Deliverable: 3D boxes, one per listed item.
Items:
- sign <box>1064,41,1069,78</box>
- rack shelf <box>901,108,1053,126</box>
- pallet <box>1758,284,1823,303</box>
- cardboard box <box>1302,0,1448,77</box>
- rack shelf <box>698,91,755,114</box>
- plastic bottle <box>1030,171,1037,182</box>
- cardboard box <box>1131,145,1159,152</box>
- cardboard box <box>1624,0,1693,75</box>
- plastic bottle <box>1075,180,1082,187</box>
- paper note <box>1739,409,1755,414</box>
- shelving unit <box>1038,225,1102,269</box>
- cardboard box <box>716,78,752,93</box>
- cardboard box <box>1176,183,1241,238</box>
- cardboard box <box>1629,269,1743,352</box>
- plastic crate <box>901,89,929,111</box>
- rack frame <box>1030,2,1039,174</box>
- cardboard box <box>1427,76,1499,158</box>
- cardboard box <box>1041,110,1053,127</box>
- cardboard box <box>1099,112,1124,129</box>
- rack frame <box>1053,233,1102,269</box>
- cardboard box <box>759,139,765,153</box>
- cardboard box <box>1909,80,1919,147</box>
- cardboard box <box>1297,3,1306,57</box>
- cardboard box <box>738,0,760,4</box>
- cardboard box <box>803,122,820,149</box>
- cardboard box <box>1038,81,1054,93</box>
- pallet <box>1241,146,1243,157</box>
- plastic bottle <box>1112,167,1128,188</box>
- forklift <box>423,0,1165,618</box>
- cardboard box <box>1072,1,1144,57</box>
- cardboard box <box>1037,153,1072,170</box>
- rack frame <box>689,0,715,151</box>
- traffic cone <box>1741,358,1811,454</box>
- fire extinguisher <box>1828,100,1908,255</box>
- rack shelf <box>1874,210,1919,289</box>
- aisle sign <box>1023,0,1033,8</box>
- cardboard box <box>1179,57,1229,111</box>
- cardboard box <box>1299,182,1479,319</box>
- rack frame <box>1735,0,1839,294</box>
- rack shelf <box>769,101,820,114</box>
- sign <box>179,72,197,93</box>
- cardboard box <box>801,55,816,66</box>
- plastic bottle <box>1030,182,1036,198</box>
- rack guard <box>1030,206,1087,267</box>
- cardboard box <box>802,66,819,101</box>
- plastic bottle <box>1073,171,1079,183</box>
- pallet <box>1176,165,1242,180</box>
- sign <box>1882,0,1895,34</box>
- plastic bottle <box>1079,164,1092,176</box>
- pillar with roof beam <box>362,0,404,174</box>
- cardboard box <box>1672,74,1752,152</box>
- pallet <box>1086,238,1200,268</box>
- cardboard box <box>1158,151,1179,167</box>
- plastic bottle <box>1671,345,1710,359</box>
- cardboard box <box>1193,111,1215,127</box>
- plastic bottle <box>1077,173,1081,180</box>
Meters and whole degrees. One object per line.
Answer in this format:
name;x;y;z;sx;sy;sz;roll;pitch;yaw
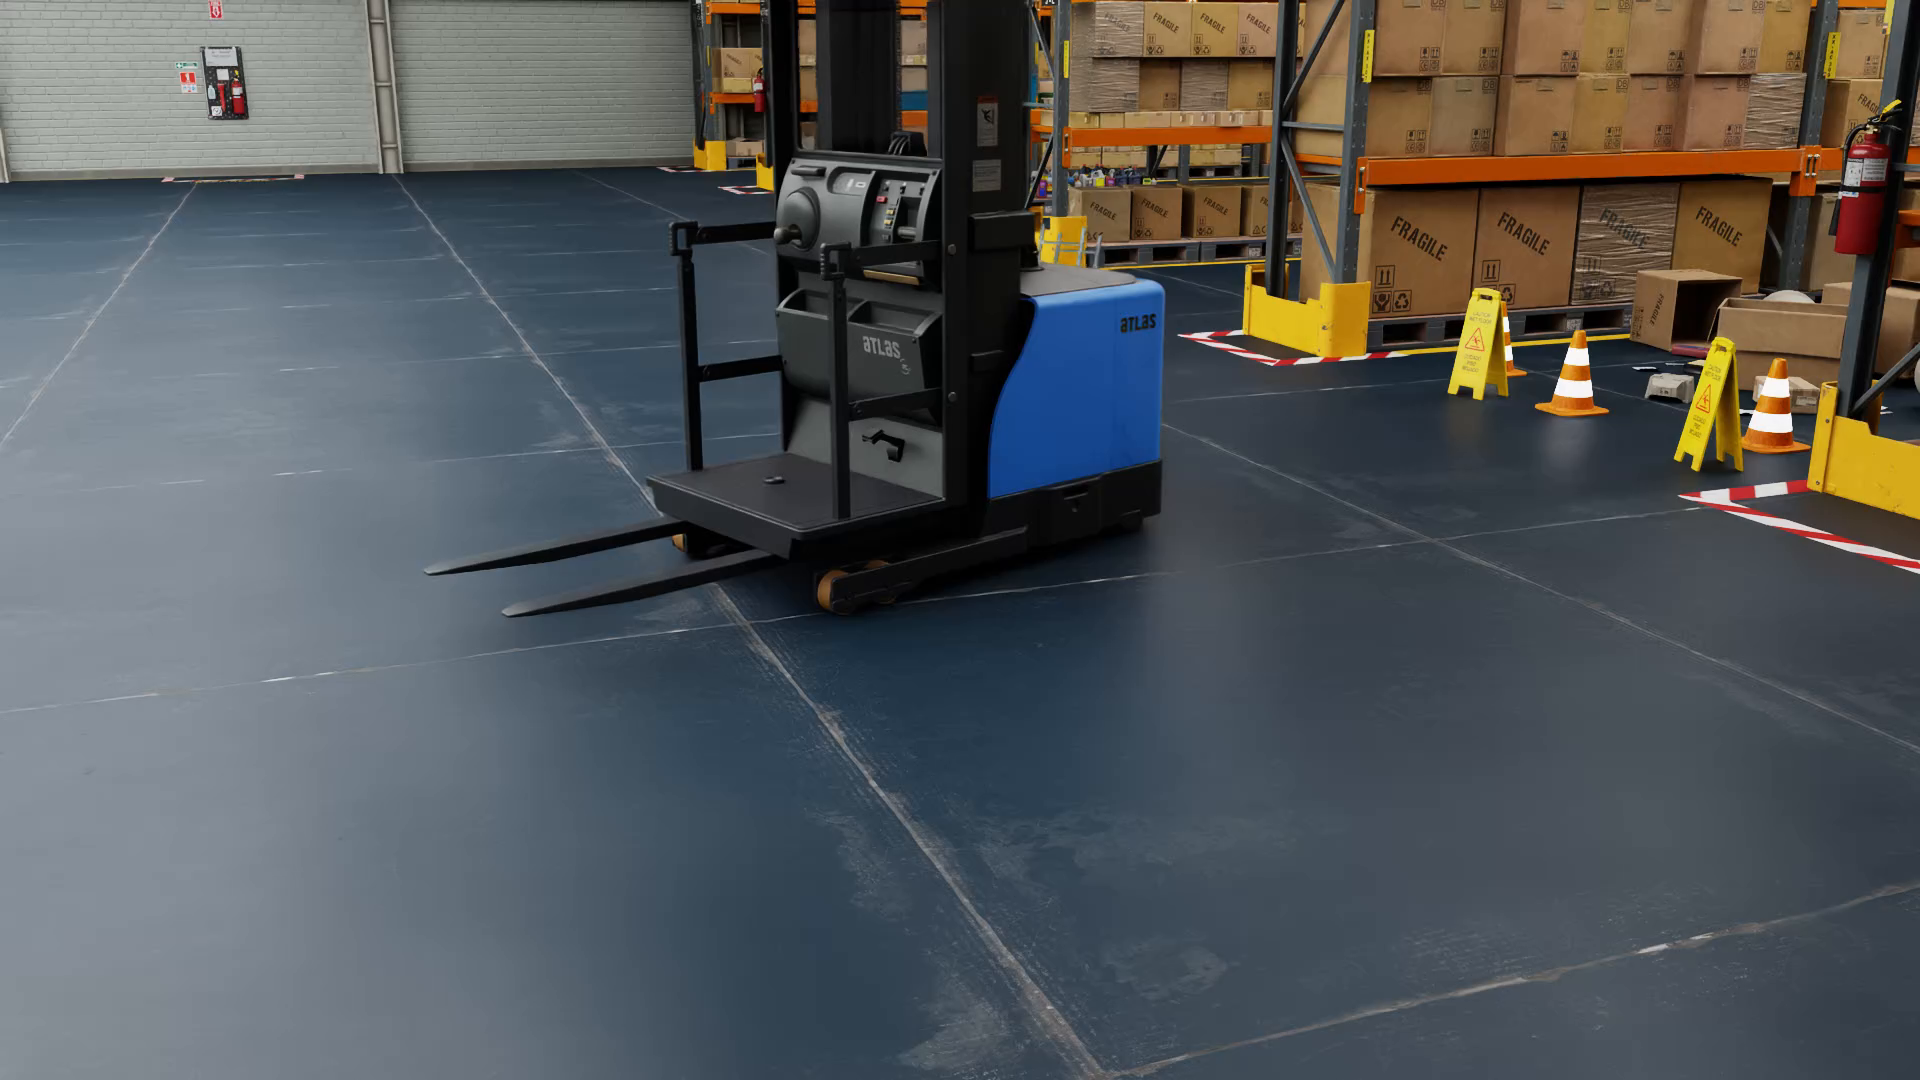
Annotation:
sign;0.979;-4.433;15.334;0.005;0.325;0.100;-6;17;-20
rack shelf;0.880;-5.320;21.168;4.000;0.370;1.077;-6;17;-20
pallet;6.894;-2.008;13.562;1.213;0.211;1.003;-6;17;-20
cardboard box;2.825;-3.463;11.383;0.550;0.550;0.875;-6;17;-20
rack shelf;-2.665;-7.927;30.044;4.000;0.370;1.077;-6;17;-20
plastic bottle;0.945;-4.701;21.835;0.135;0.276;0.152;-7;18;-22
cardboard box;2.888;-6.453;26.890;0.500;0.311;0.500;-6;17;-19
cardboard box;4.818;-3.706;12.213;0.550;0.550;0.875;-6;17;-20
plastic bottle;1.515;-4.508;21.312;0.097;0.201;0.097;0;16;0
paper note;4.501;-0.748;9.590;0.142;0.019;0.148;-14;21;-39
shelving unit;0.448;-0.903;8.036;0.258;1.200;0.189;10;1;29
cardboard box;-3.964;-7.974;29.158;0.500;0.250;0.500;-7;18;-22
cardboard box;2.511;-3.349;16.869;0.500;0.500;0.500;-4;17;-15
cardboard box;5.118;-1.624;11.737;0.500;0.500;0.500;-3;17;-11
plastic crate;-0.628;-5.521;20.841;0.616;0.251;0.499;-6;17;-20
rack frame;0.978;-7.171;26.193;0.127;3.000;1.000;-6;17;-20
cardboard box;3.301;-3.028;11.819;0.550;0.550;0.875;-6;17;-20
cardboard box;0.977;-4.123;16.261;0.250;0.149;0.380;-6;17;-20
cardboard box;1.376;-4.026;15.931;0.250;0.149;0.380;-6;17;-20
rack frame;0.492;-0.897;8.116;0.240;1.200;0.006;10;1;29
cardboard box;-3.322;-7.095;29.926;0.500;0.311;0.500;-5;17;-15
cardboard box;7.259;-3.330;12.936;0.500;0.500;0.500;-6;17;-20
cardboard box;3.264;-5.016;16.374;0.500;0.500;0.500;-6;17;-20
cardboard box;-3.617;-9.580;28.860;0.500;0.500;0.500;-5;17;-16
cardboard box;-2.363;-6.142;25.493;0.500;0.500;0.500;-6;17;-20
cardboard box;1.422;-7.160;26.422;0.500;0.250;0.500;-5;17;-17
pallet;4.838;-7.720;33.014;1.213;0.211;1.003;-6;17;-20
plastic bottle;2.070;-4.647;21.519;0.185;0.351;0.144;-7;18;-23
forklift;-0.561;-1.294;6.304;3.031;2.935;1.130;-14;21;-39
cardboard box;1.396;-4.815;15.690;0.500;0.500;0.500;-6;17;-20
cardboard box;1.444;-6.028;26.437;0.500;0.250;0.500;-7;18;-21
rack frame;-4.533;-8.070;29.256;0.127;3.000;1.000;-6;17;-20
traffic cone;4.270;-0.719;8.724;0.334;0.463;0.336;-6;17;-20
fire extinguisher;4.059;-1.626;7.448;0.183;0.674;0.296;-6;17;-20
rack shelf;6.198;-1.410;7.851;4.000;0.370;1.077;-6;17;-20
aisle sign;0.619;-5.481;15.824;0.004;0.787;0.394;-6;17;-20
cardboard box;2.214;-4.520;16.463;0.500;0.500;0.875;-6;17;-20
cardboard box;3.074;-2.113;11.996;0.875;0.875;0.875;-6;17;-20
rack frame;6.200;-3.249;12.837;0.127;3.000;1.000;-6;17;-20
rack shelf;-0.889;-6.624;25.607;4.000;0.370;1.077;-6;17;-20
sign;-12.666;-7.513;27.295;0.234;0.329;0.001;-6;17;-20
cardboard box;-2.313;-7.109;24.656;0.250;0.149;0.380;-6;18;-20
plastic bottle;0.913;-4.443;21.091;0.097;0.201;0.097;0;16;0
rack guard;0.855;-2.969;16.321;0.348;0.500;1.175;-6;17;-20
cardboard box;-2.316;-6.859;24.954;0.500;0.500;0.700;-6;17;-20
plastic bottle;1.545;-4.753;22.022;0.097;0.271;0.097;0;16;0
pallet;3.931;-6.163;27.711;1.213;0.211;1.003;-6;17;-20
sign;4.151;-2.408;7.360;0.005;0.325;0.100;-6;17;-20
plastic bottle;1.669;-4.816;22.094;0.185;0.351;0.144;-7;18;-22
pillar with roof beam;-8.251;-9.509;23.509;0.400;9.000;9.100;-6;17;-20
cardboard box;5.354;-3.219;12.469;0.550;0.550;0.875;-6;17;-20
pallet;1.627;-2.903;16.609;1.213;0.211;1.003;-6;17;-20
cardboard box;3.359;-6.236;27.145;0.500;0.250;0.500;-6;17;-19
plastic bottle;5.028;-1.283;11.358;0.133;0.061;0.283;-14;21;-39
cardboard box;2.301;-4.134;16.297;0.250;0.149;0.380;-6;17;-20
plastic bottle;1.576;-4.595;21.461;0.133;0.283;0.061;-6;17;-20
